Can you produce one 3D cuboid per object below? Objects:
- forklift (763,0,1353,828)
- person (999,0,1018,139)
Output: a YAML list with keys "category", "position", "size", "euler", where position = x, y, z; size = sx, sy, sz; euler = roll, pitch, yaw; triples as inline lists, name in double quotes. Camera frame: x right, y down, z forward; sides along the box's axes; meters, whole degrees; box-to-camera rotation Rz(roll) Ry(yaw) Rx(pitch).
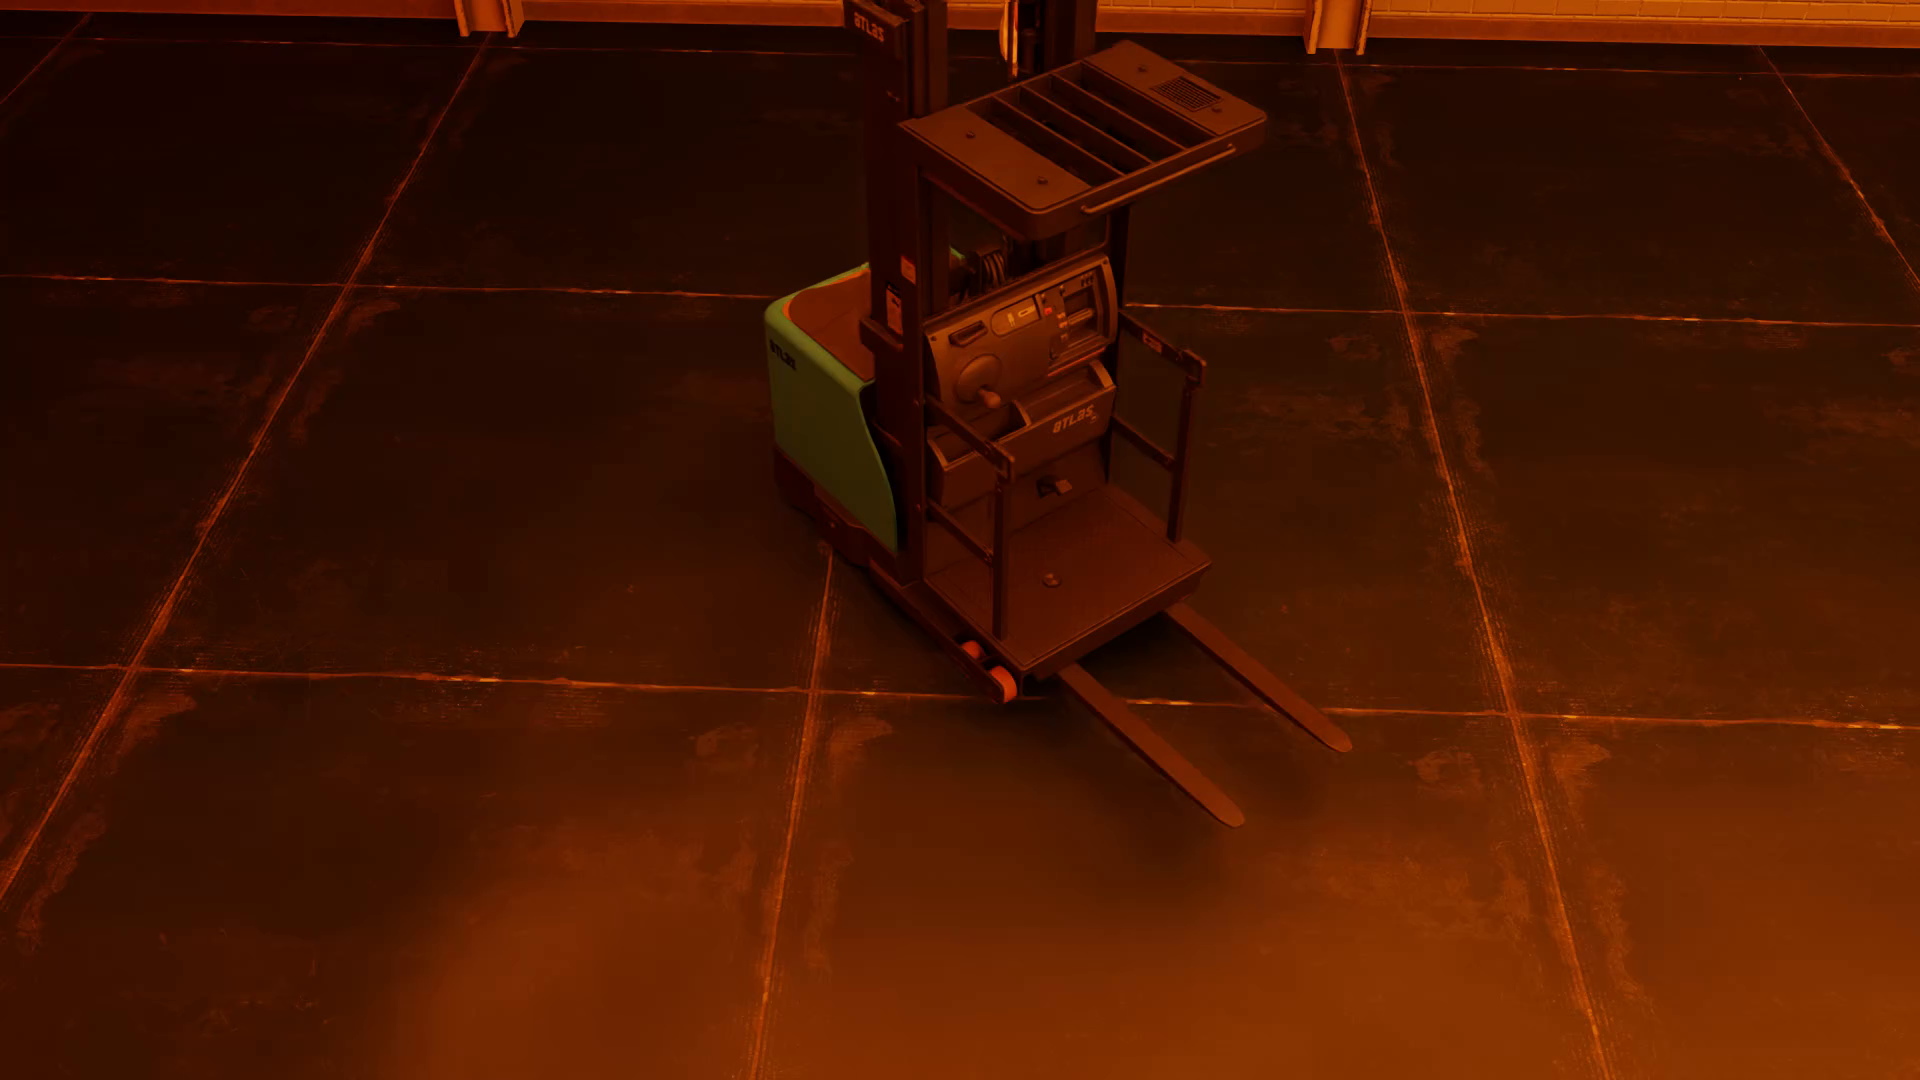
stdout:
- category: "forklift"
  position: [0.393, -0.758, 6.573]
  size: [1.130, 2.935, 3.031]
  euler: [-27, 49, -27]
- category: "person"
  position: [0.488, -2.888, 9.788]
  size: [0.515, 1.747, 0.739]
  euler: [-3, 42, -3]
